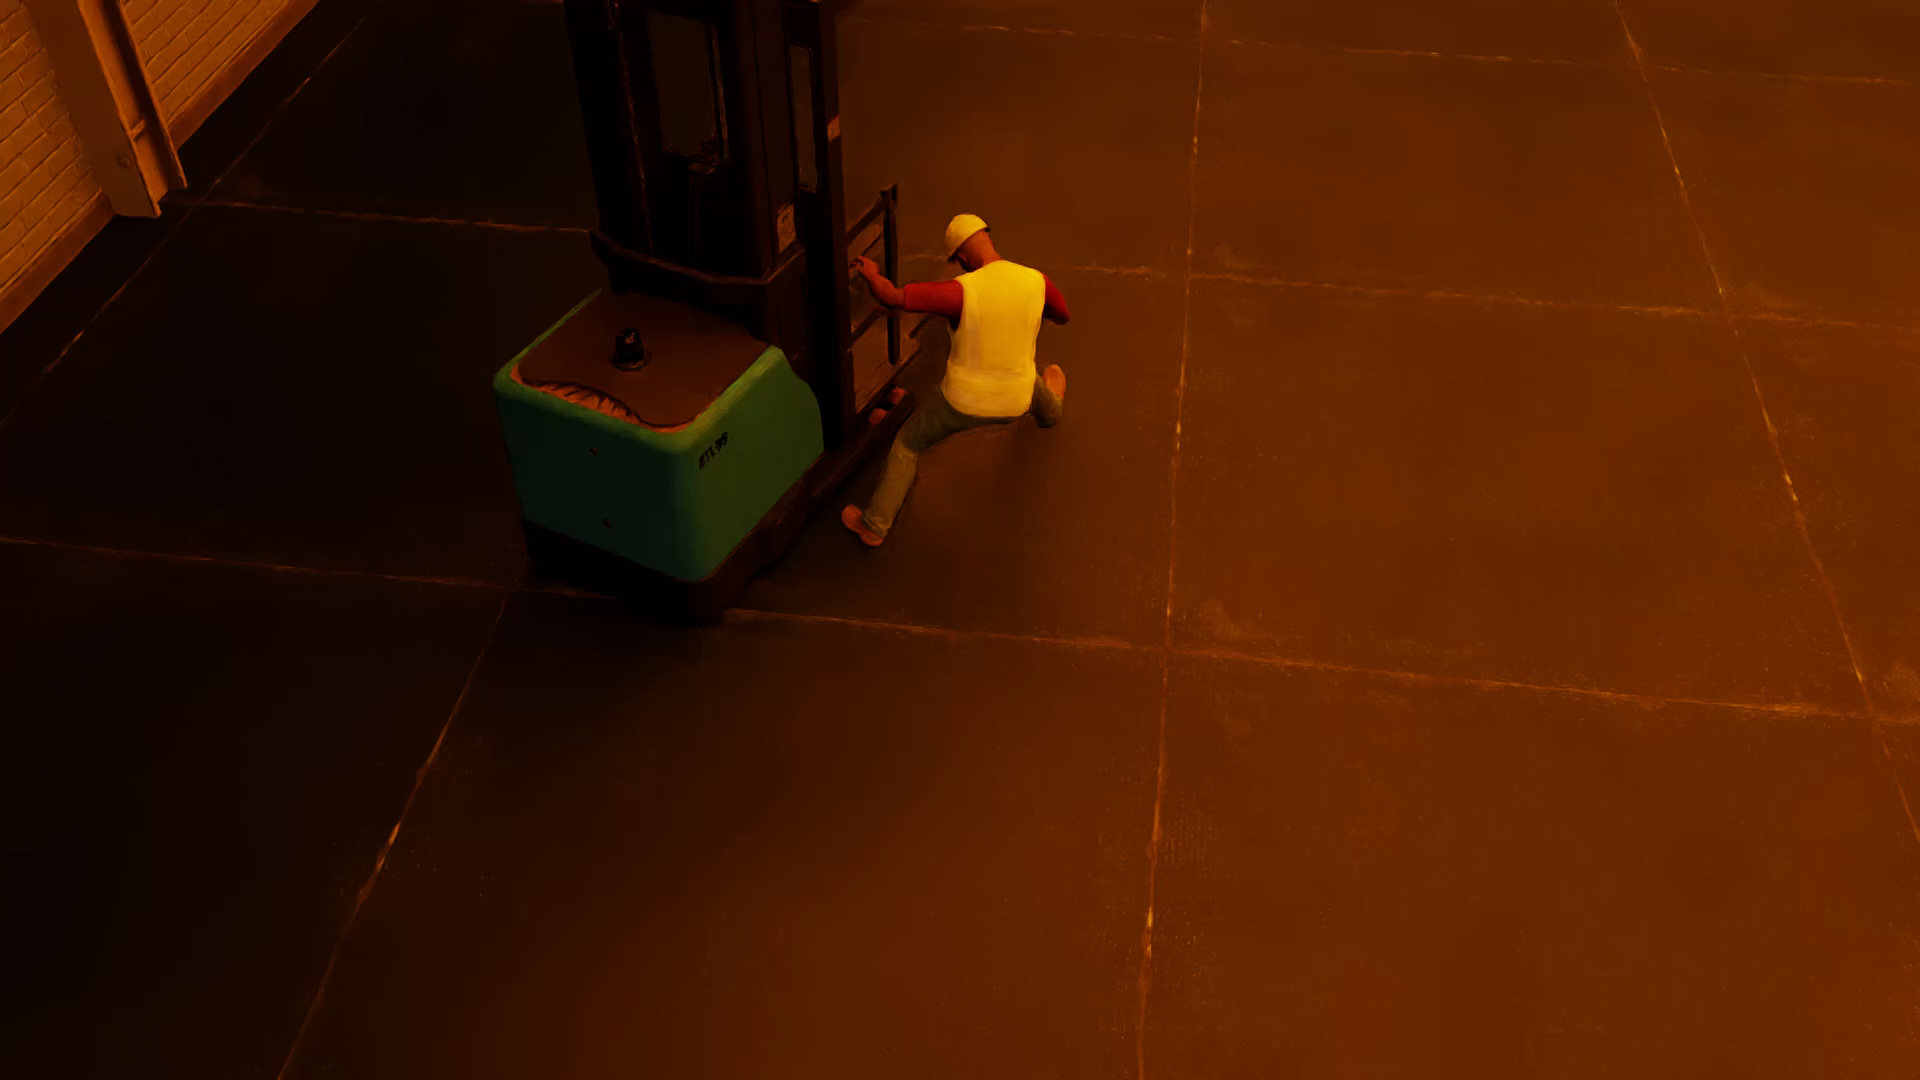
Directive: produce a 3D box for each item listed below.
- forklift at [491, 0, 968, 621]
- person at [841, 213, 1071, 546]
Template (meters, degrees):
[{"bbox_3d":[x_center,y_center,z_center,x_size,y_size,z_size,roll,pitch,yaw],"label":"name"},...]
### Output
[{"bbox_3d":[-0.888,-1.710,7.586,1.130,2.935,3.031,19,46,20],"label":"forklift"},{"bbox_3d":[0.009,-0.843,7.785,1.298,1.405,0.920,-9,43,-10],"label":"person"}]
